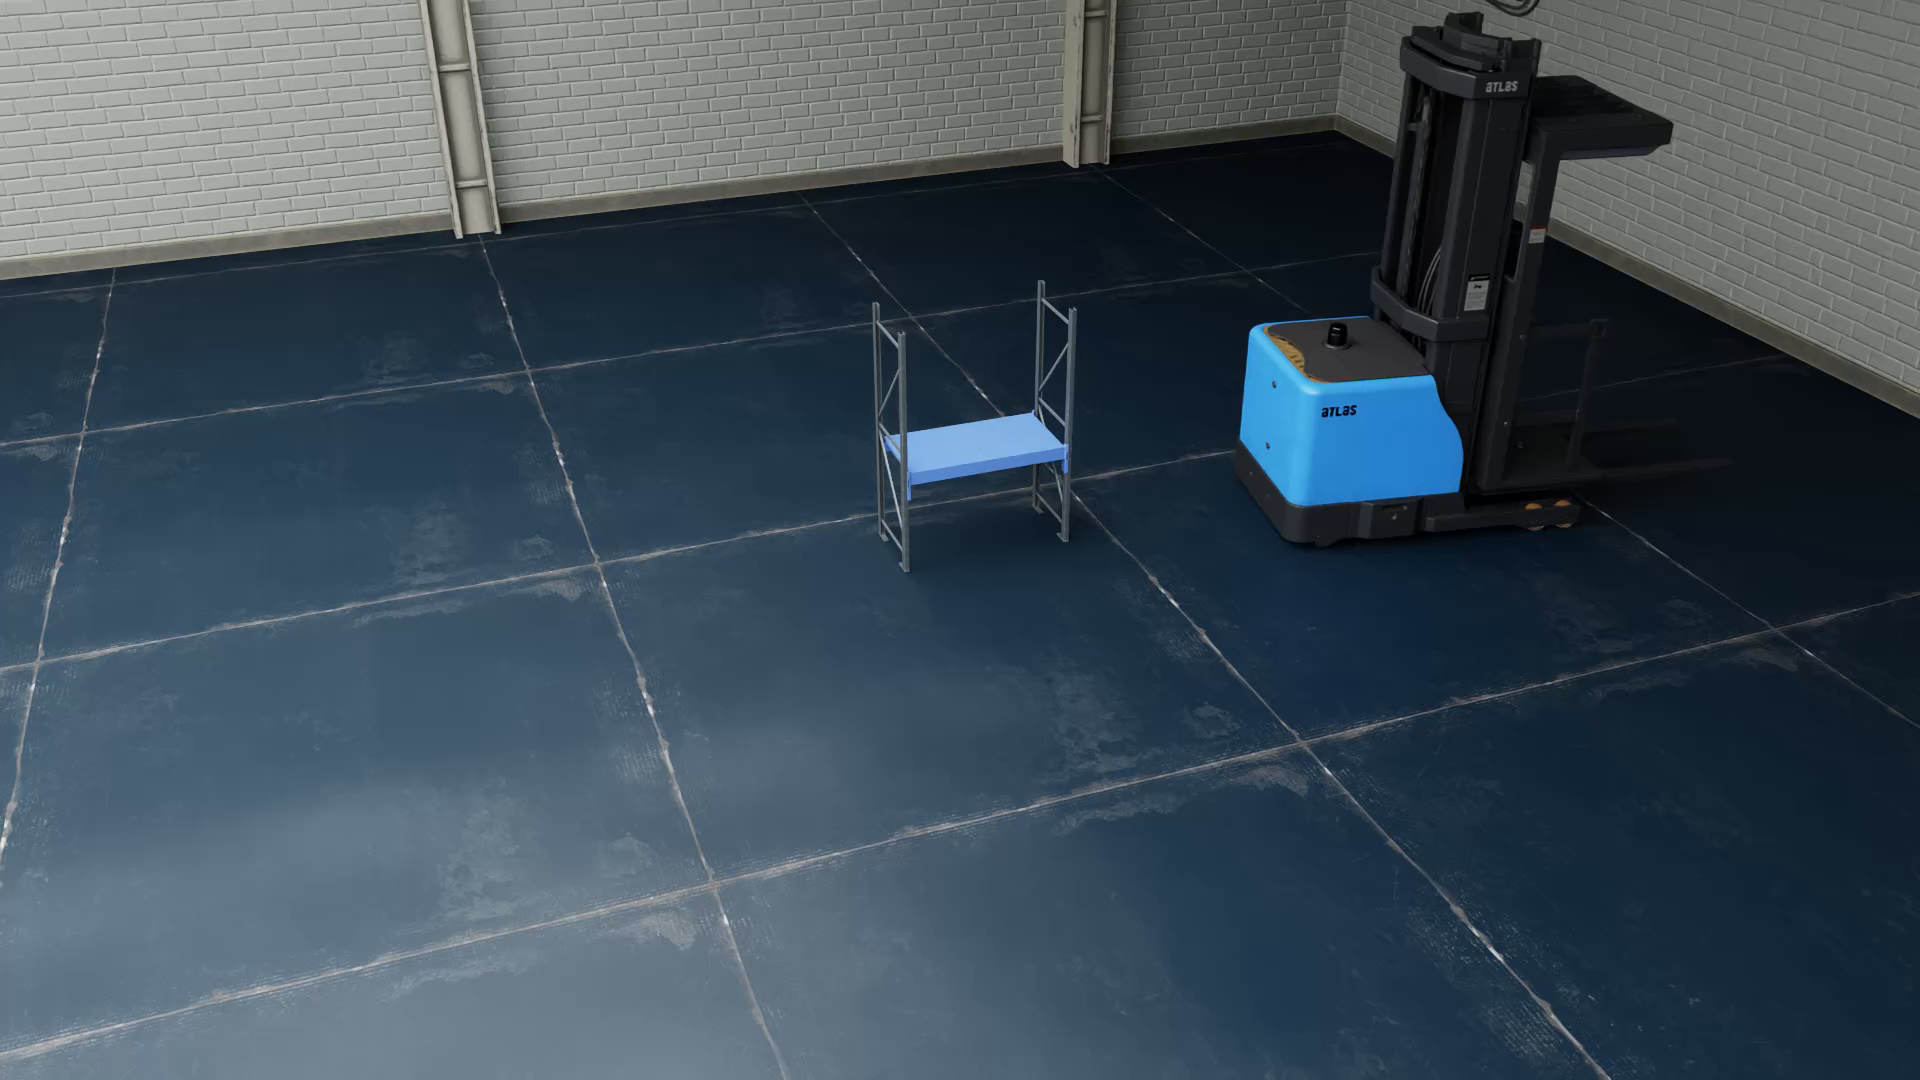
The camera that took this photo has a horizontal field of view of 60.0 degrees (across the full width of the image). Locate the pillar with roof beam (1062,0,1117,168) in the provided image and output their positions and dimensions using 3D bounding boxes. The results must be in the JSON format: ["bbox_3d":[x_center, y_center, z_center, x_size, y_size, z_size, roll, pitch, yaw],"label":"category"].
[{"bbox_3d":[2.772,-5.739,11.083,0.400,9.000,9.100,-10,31,-18],"label":"pillar with roof beam"}]

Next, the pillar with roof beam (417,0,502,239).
[{"bbox_3d":[-2.851,-4.703,9.265,0.400,9.000,9.100,-10,31,-18],"label":"pillar with roof beam"}]

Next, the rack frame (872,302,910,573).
[{"bbox_3d":[-0.396,-0.579,9.601,0.032,1.500,0.500,-10,31,-18],"label":"rack frame"}]

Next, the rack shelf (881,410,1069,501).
[{"bbox_3d":[0.080,-0.510,9.844,1.000,0.185,0.538,-10,31,-18],"label":"rack shelf"}]

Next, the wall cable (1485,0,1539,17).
[{"bbox_3d":[4.493,-6.282,15.173,0.112,2.526,3.097,-10,31,-18],"label":"wall cable"}]

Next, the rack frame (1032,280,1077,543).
[{"bbox_3d":[0.556,-0.754,9.909,0.032,1.500,0.500,-10,31,-18],"label":"rack frame"}]

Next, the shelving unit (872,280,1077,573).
[{"bbox_3d":[0.080,-0.666,9.755,1.048,1.500,0.538,-10,31,-18],"label":"shelving unit"}]

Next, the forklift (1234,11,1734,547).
[{"bbox_3d":[3.340,-1.582,9.917,3.031,2.935,1.130,-5,30,-10],"label":"forklift"}]
